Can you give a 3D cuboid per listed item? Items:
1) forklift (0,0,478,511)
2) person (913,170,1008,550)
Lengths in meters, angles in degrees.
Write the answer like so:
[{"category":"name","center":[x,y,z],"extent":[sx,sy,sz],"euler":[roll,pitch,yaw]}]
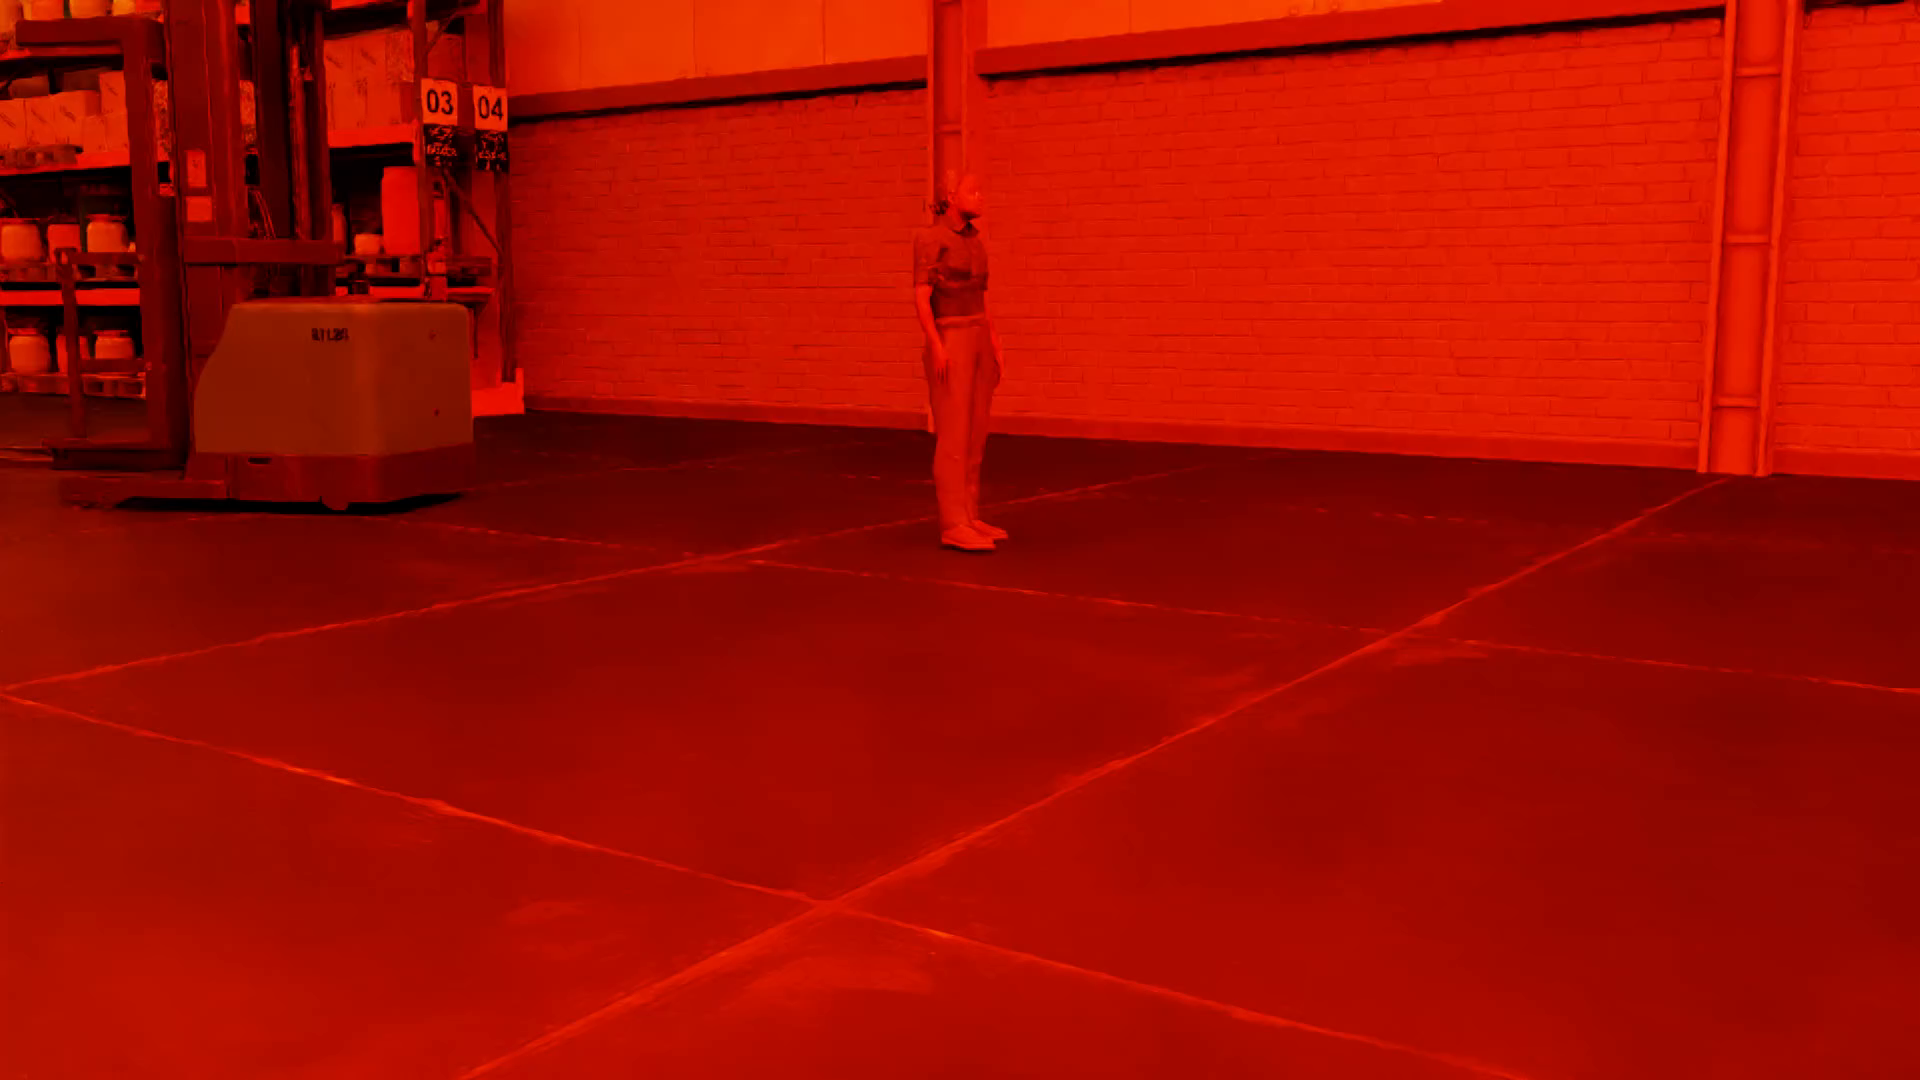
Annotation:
[{"category":"forklift","center":[-4.273,-1.685,9.042],"extent":[3.031,2.935,1.130],"euler":[2,8,14]},{"category":"person","center":[0.062,-0.817,7.421],"extent":[0.503,1.654,0.570],"euler":[5,10,34]}]
